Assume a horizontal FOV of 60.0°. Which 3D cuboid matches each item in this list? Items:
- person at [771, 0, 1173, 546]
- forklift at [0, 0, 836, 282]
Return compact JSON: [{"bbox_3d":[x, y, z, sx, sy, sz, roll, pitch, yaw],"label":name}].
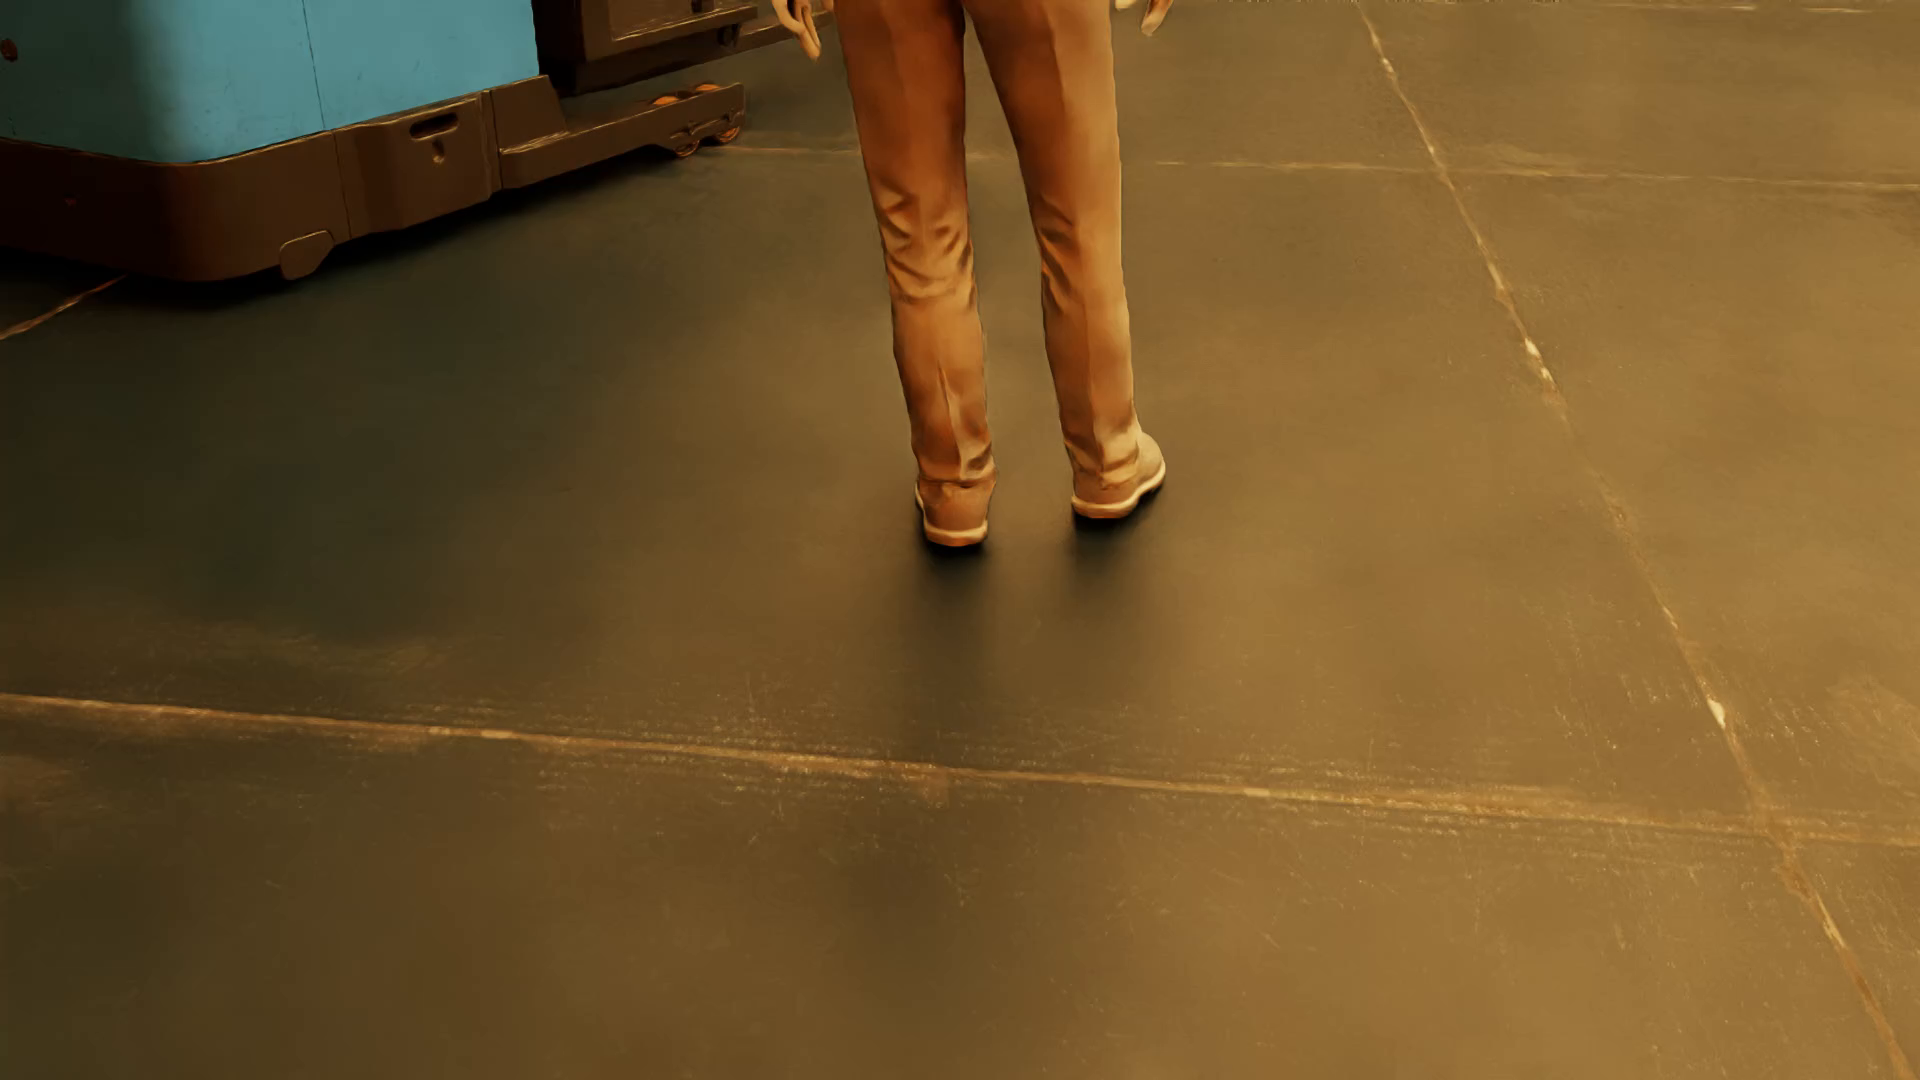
[{"bbox_3d":[0.016,-0.793,2.178,0.586,1.692,0.532,3,27,7],"label":"person"},{"bbox_3d":[-1.279,-2.464,4.156,1.130,2.935,3.031,13,29,24],"label":"forklift"}]
